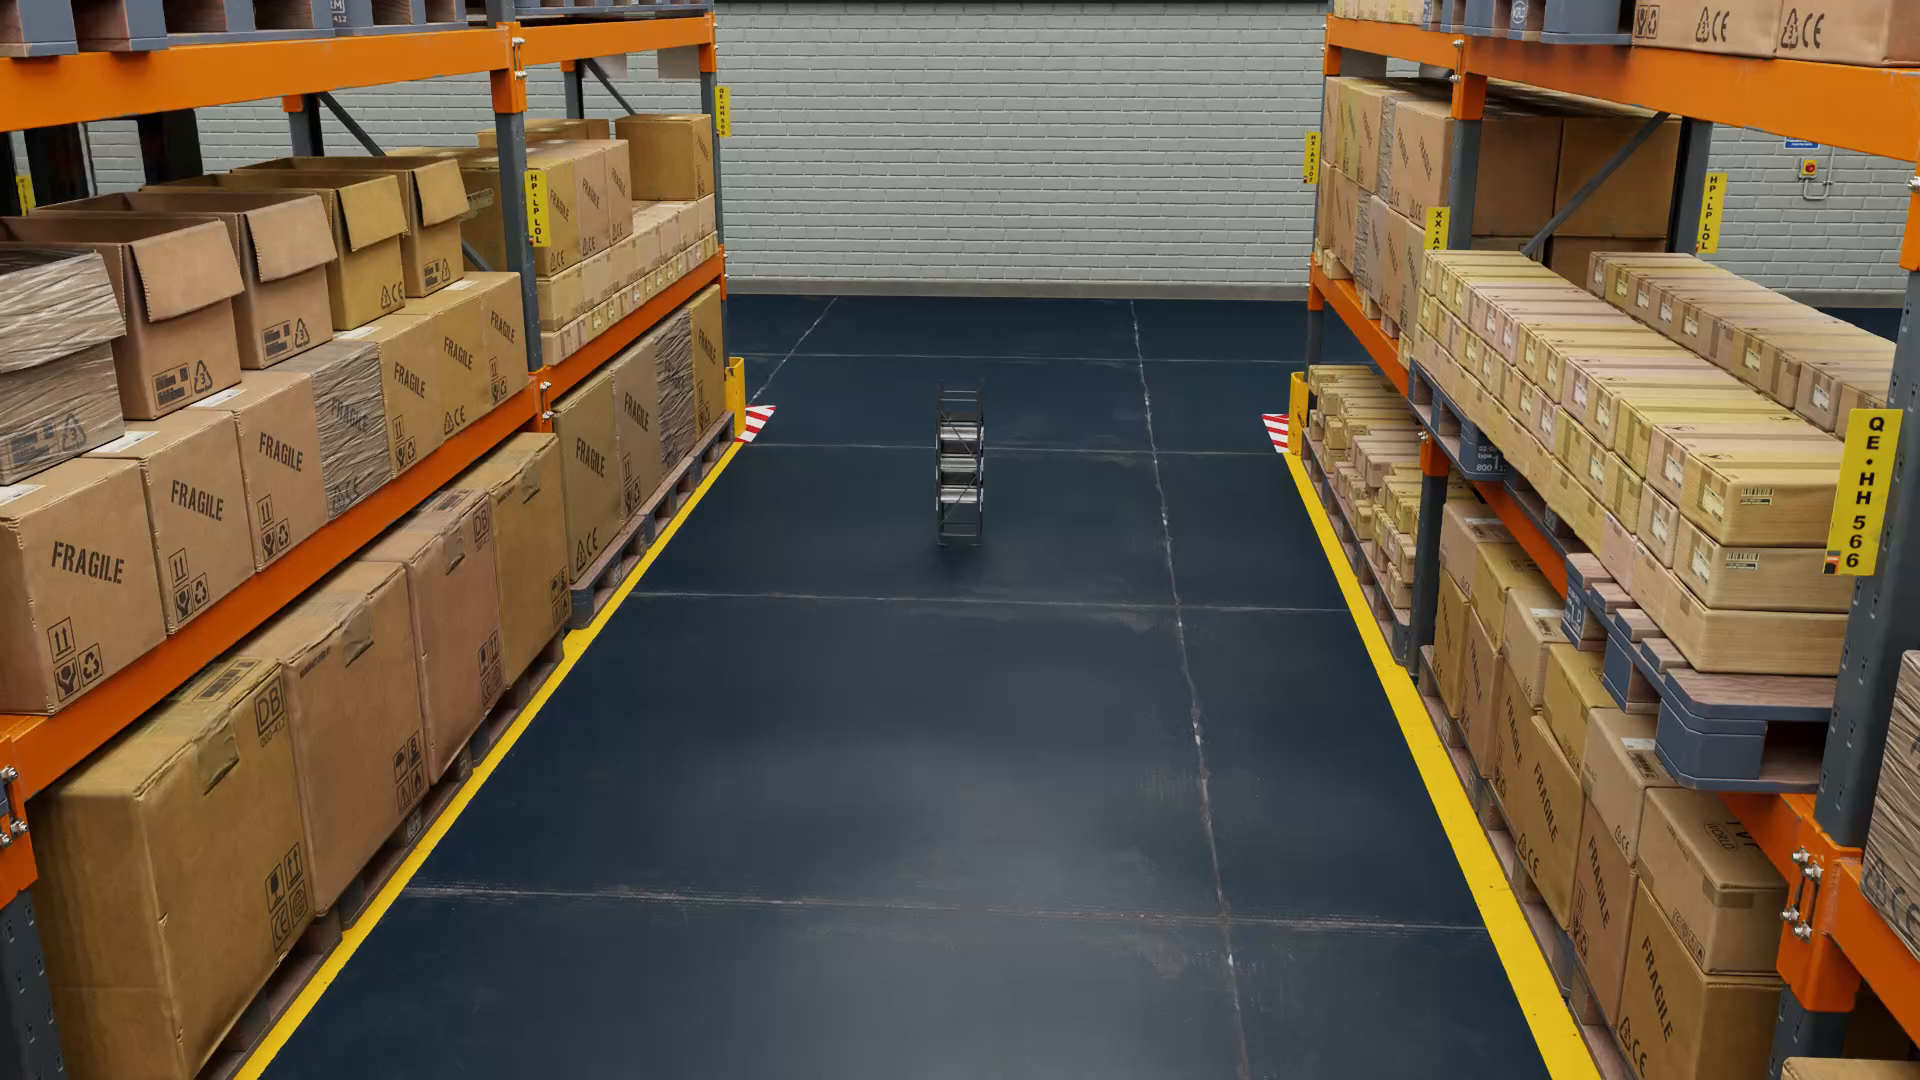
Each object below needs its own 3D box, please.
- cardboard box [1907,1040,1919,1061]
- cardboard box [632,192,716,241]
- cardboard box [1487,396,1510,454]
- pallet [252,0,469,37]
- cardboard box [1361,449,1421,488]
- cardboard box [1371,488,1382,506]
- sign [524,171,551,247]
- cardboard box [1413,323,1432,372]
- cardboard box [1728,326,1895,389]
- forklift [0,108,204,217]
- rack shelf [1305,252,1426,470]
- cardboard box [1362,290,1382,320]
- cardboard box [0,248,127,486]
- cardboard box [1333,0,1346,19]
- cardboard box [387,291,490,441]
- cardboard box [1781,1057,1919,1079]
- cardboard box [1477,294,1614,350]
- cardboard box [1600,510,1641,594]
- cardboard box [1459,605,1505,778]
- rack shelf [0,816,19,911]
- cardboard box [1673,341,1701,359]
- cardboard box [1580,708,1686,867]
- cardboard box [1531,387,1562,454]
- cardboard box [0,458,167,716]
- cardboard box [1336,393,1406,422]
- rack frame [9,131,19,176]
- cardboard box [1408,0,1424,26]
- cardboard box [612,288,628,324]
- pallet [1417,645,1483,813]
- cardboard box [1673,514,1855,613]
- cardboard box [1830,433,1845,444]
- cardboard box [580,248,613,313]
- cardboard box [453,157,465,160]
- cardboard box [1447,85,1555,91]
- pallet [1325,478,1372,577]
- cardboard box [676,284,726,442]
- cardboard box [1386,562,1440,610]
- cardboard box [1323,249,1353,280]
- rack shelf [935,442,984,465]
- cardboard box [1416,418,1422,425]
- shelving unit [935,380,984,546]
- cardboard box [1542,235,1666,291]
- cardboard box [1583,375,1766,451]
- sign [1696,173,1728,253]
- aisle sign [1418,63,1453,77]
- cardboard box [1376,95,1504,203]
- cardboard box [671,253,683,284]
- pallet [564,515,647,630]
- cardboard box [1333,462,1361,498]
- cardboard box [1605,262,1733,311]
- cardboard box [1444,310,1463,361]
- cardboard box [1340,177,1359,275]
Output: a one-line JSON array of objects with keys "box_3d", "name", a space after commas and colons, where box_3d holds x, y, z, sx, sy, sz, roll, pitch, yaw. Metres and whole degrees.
[{"box_3d": [2.555, 1.208, 4.259, 0.500, 0.500, 0.500, 1, 18, 2], "name": "cardboard box"}, {"box_3d": [-1.886, -2.107, 10.798, 0.500, 0.250, 0.500, 1, 18, 3], "name": "cardboard box"}, {"box_3d": [1.962, -0.371, 5.467, 0.380, 0.149, 0.250, 1, 18, 3], "name": "cardboard box"}, {"box_3d": [-2.419, -1.999, 6.197, 0.805, 0.209, 1.217, 1, 18, 2], "name": "pallet"}, {"box_3d": [2.316, -0.375, 8.699, 0.380, 0.149, 0.250, 0, 18, 1], "name": "cardboard box"}, {"box_3d": [2.366, -0.223, 8.712, 0.380, 0.149, 0.250, 2, 18, 5], "name": "cardboard box"}, {"box_3d": [-1.861, -1.454, 7.311, 0.100, 0.325, 0.005, 1, 18, 4], "name": "sign"}, {"box_3d": [2.050, -0.777, 6.705, 0.380, 0.149, 0.250, 0, 18, 1], "name": "cardboard box"}, {"box_3d": [2.591, -0.554, 5.070, 0.380, 0.149, 0.250, 1, 18, 3], "name": "cardboard box"}, {"box_3d": [-4.880, -1.455, 9.155, 1.130, 2.935, 3.031, 3, 18, 8], "name": "forklift"}, {"box_3d": [2.680, -1.088, 9.081, 1.077, 0.370, 4.000, 1, 18, 4], "name": "rack shelf"}, {"box_3d": [2.364, -1.270, 8.886, 0.380, 0.149, 0.250, 2, 18, 5], "name": "cardboard box"}, {"box_3d": [-2.621, -0.459, 4.236, 0.797, 0.503, 0.637, 2, 18, 6], "name": "cardboard box"}, {"box_3d": [2.537, -3.271, 10.013, 0.500, 0.250, 0.500, 2, 18, 6], "name": "cardboard box"}, {"box_3d": [-2.206, -0.693, 6.561, 0.500, 0.500, 0.500, 2, 18, 6], "name": "cardboard box"}, {"box_3d": [2.117, 1.490, 2.996, 1.050, 0.750, 0.750, 1, 18, 3], "name": "cardboard box"}, {"box_3d": [1.977, -0.736, 5.626, 0.380, 0.149, 0.250, 1, 18, 3], "name": "cardboard box"}, {"box_3d": [1.865, 0.033, 4.234, 0.380, 0.149, 0.250, 2, 18, 5], "name": "cardboard box"}, {"box_3d": [2.183, 0.568, 6.213, 0.500, 0.500, 0.500, 2, 18, 6], "name": "cardboard box"}, {"box_3d": [-2.833, 1.255, 1.932, 1.077, 0.370, 4.000, 1, 18, 4], "name": "rack shelf"}, {"box_3d": [2.632, -0.577, 5.619, 0.380, 0.149, 0.250, 0, 18, 1], "name": "cardboard box"}, {"box_3d": [2.063, 0.690, 4.635, 0.500, 0.250, 0.500, 2, 18, 5], "name": "cardboard box"}, {"box_3d": [1.922, -0.352, 4.931, 0.380, 0.149, 0.250, 2, 18, 5], "name": "cardboard box"}, {"box_3d": [-2.383, 0.099, 4.142, 0.500, 0.500, 0.500, 2, 18, 6], "name": "cardboard box"}, {"box_3d": [2.467, -0.781, 9.937, 0.380, 0.149, 0.250, 0, 18, 1], "name": "cardboard box"}, {"box_3d": [-7.056, -2.304, 11.636, 1.000, 3.000, 0.127, 1, 18, 4], "name": "rack frame"}, {"box_3d": [2.350, -2.476, 7.586, 0.500, 0.250, 0.500, 1, 18, 4], "name": "cardboard box"}, {"box_3d": [-1.978, -1.240, 8.794, 0.380, 0.149, 0.250, 1, 18, 3], "name": "cardboard box"}, {"box_3d": [2.483, 0.758, 6.770, 1.003, 0.211, 1.213, 1, 18, 4], "name": "pallet"}, {"box_3d": [1.832, 0.049, 3.709, 0.380, 0.149, 0.250, 2, 18, 5], "name": "cardboard box"}, {"box_3d": [2.536, -0.179, 4.403, 0.380, 0.149, 0.250, 1, 18, 4], "name": "cardboard box"}, {"box_3d": [-2.067, -1.315, 8.383, 0.500, 0.250, 0.500, 1, 18, 4], "name": "cardboard box"}, {"box_3d": [-2.637, -1.526, 7.821, 0.500, 0.500, 0.500, 2, 18, 5], "name": "cardboard box"}, {"box_3d": [2.975, -2.248, 9.223, 0.500, 0.500, 0.500, 2, 18, 7], "name": "cardboard box"}, {"box_3d": [2.635, -0.073, 9.306, 1.003, 0.211, 1.213, 1, 18, 4], "name": "pallet"}, {"box_3d": [-2.082, -1.182, 10.952, 0.875, 0.875, 0.875, 1, 18, 4], "name": "cardboard box"}, {"box_3d": [2.225, 0.217, 7.847, 0.380, 0.149, 0.250, 2, 18, 5], "name": "cardboard box"}, {"box_3d": [2.424, -1.676, 10.124, 0.380, 0.149, 0.250, 1, 18, 2], "name": "cardboard box"}, {"box_3d": [0.001, -0.484, 9.273, 0.258, 0.077, 0.200, 1, 18, 4], "name": "rack shelf"}, {"box_3d": [2.913, -0.624, 9.937, 0.380, 0.149, 0.250, 1, 18, 3], "name": "cardboard box"}, {"box_3d": [0.001, -0.430, 9.291, 0.258, 0.900, 0.210, 1, 18, 4], "name": "shelving unit"}, {"box_3d": [2.824, -1.146, 7.464, 0.500, 0.500, 0.500, 1, 18, 3], "name": "cardboard box"}, {"box_3d": [1.883, -0.334, 4.398, 0.380, 0.149, 0.250, 2, 18, 6], "name": "cardboard box"}, {"box_3d": [3.091, -1.347, 6.859, 0.100, 0.325, 0.005, 1, 18, 4], "name": "sign"}, {"box_3d": [3.128, -3.302, 10.509, 0.394, 0.787, 0.004, 1, 18, 4], "name": "aisle sign"}, {"box_3d": [2.384, -1.944, 8.294, 0.500, 0.500, 0.500, 2, 18, 5], "name": "cardboard box"}, {"box_3d": [-1.885, -1.638, 10.009, 0.380, 0.149, 0.250, 1, 18, 3], "name": "cardboard box"}, {"box_3d": [-2.270, 0.140, 8.657, 1.003, 0.211, 1.213, 1, 18, 4], "name": "pallet"}, {"box_3d": [2.363, -0.346, 9.566, 0.380, 0.149, 0.250, 0, 18, 1], "name": "cardboard box"}, {"box_3d": [2.685, -0.959, 6.306, 0.380, 0.149, 0.250, 1, 18, 2], "name": "cardboard box"}, {"box_3d": [2.015, -0.757, 6.168, 0.380, 0.149, 0.250, 2, 18, 5], "name": "cardboard box"}, {"box_3d": [2.455, -1.788, 9.424, 0.500, 0.500, 0.500, 2, 18, 5], "name": "cardboard box"}]
